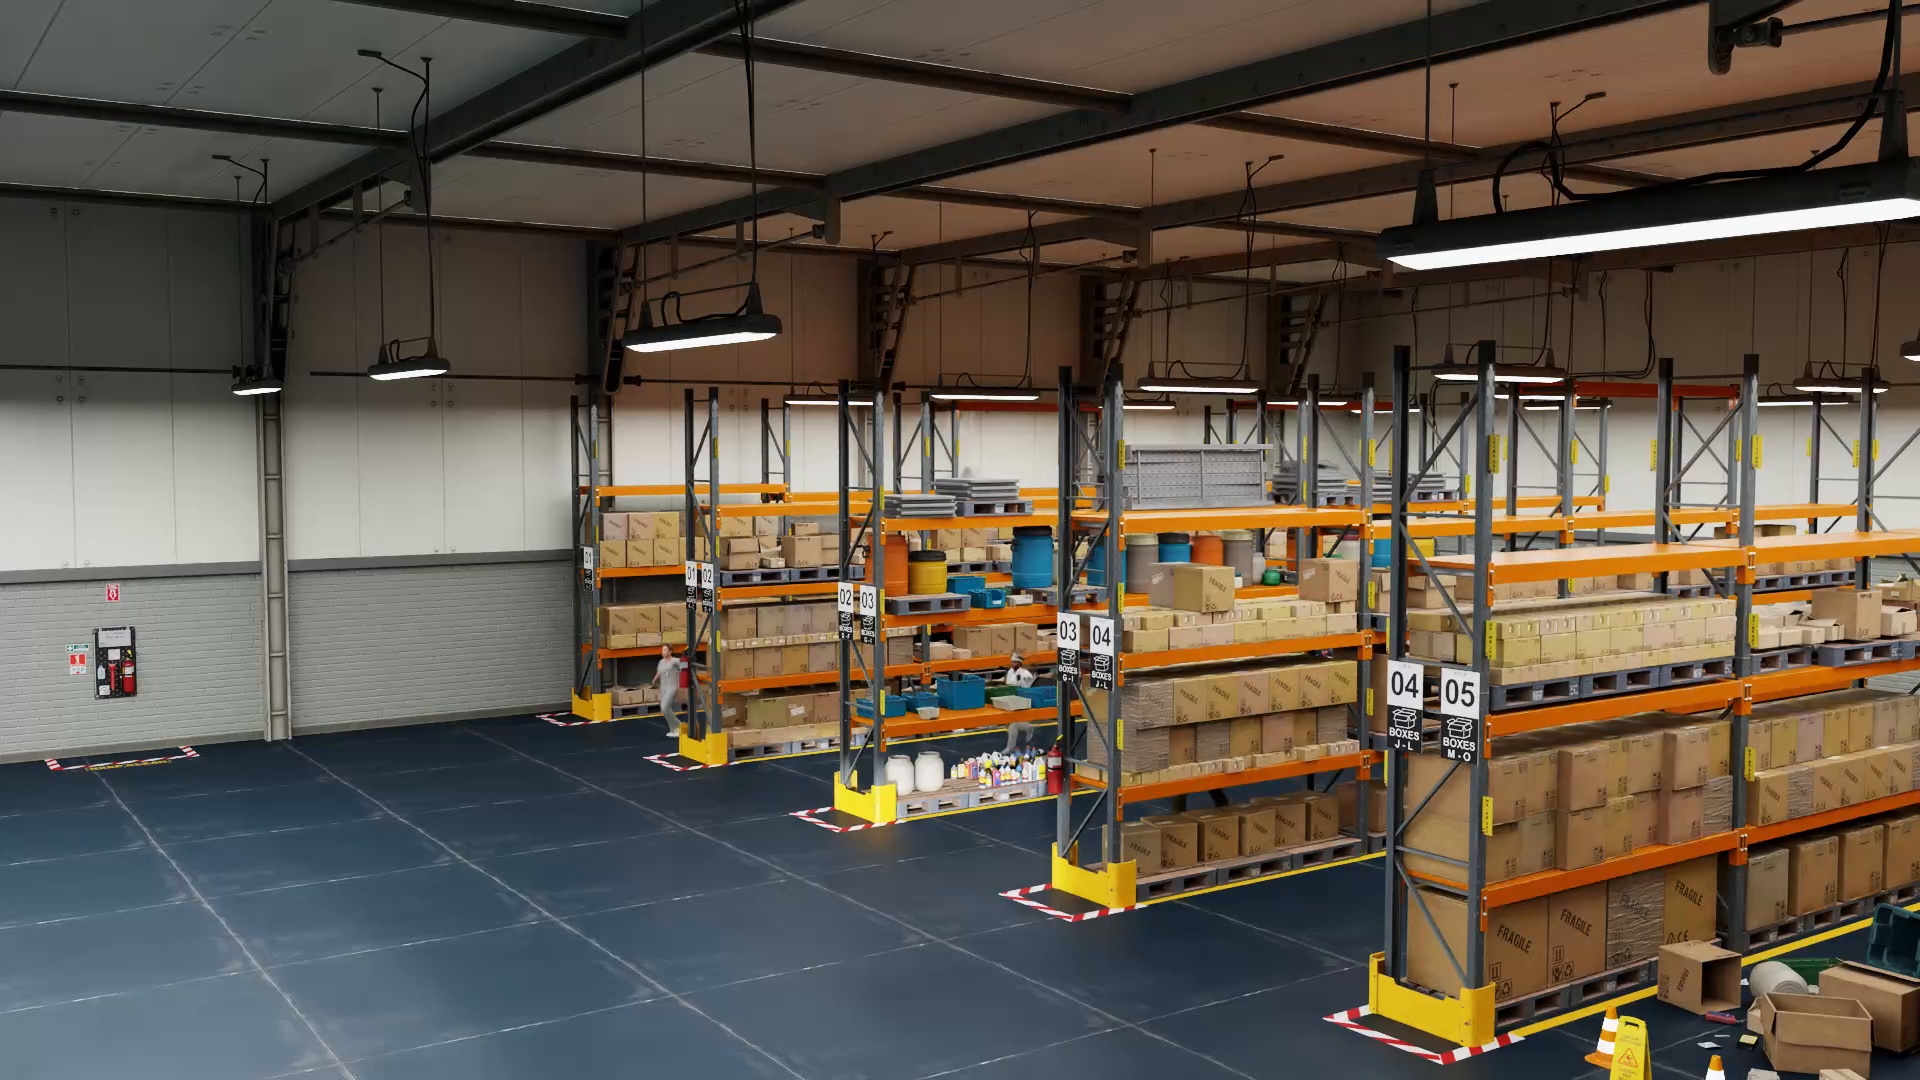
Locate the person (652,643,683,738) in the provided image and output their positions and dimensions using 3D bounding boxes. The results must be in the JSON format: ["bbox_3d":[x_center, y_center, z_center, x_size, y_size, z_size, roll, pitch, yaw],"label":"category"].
[{"bbox_3d":[-5.035,2.620,28.748,0.585,1.632,0.630,2,4,36],"label":"person"}]

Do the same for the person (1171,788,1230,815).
[{"bbox_3d":[3.245,2.951,22.276,1.079,1.837,0.668,-3,5,-41],"label":"person"}]

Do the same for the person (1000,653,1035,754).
[{"bbox_3d":[1.006,2.689,27.557,0.600,1.680,0.759,3,5,45],"label":"person"}]
